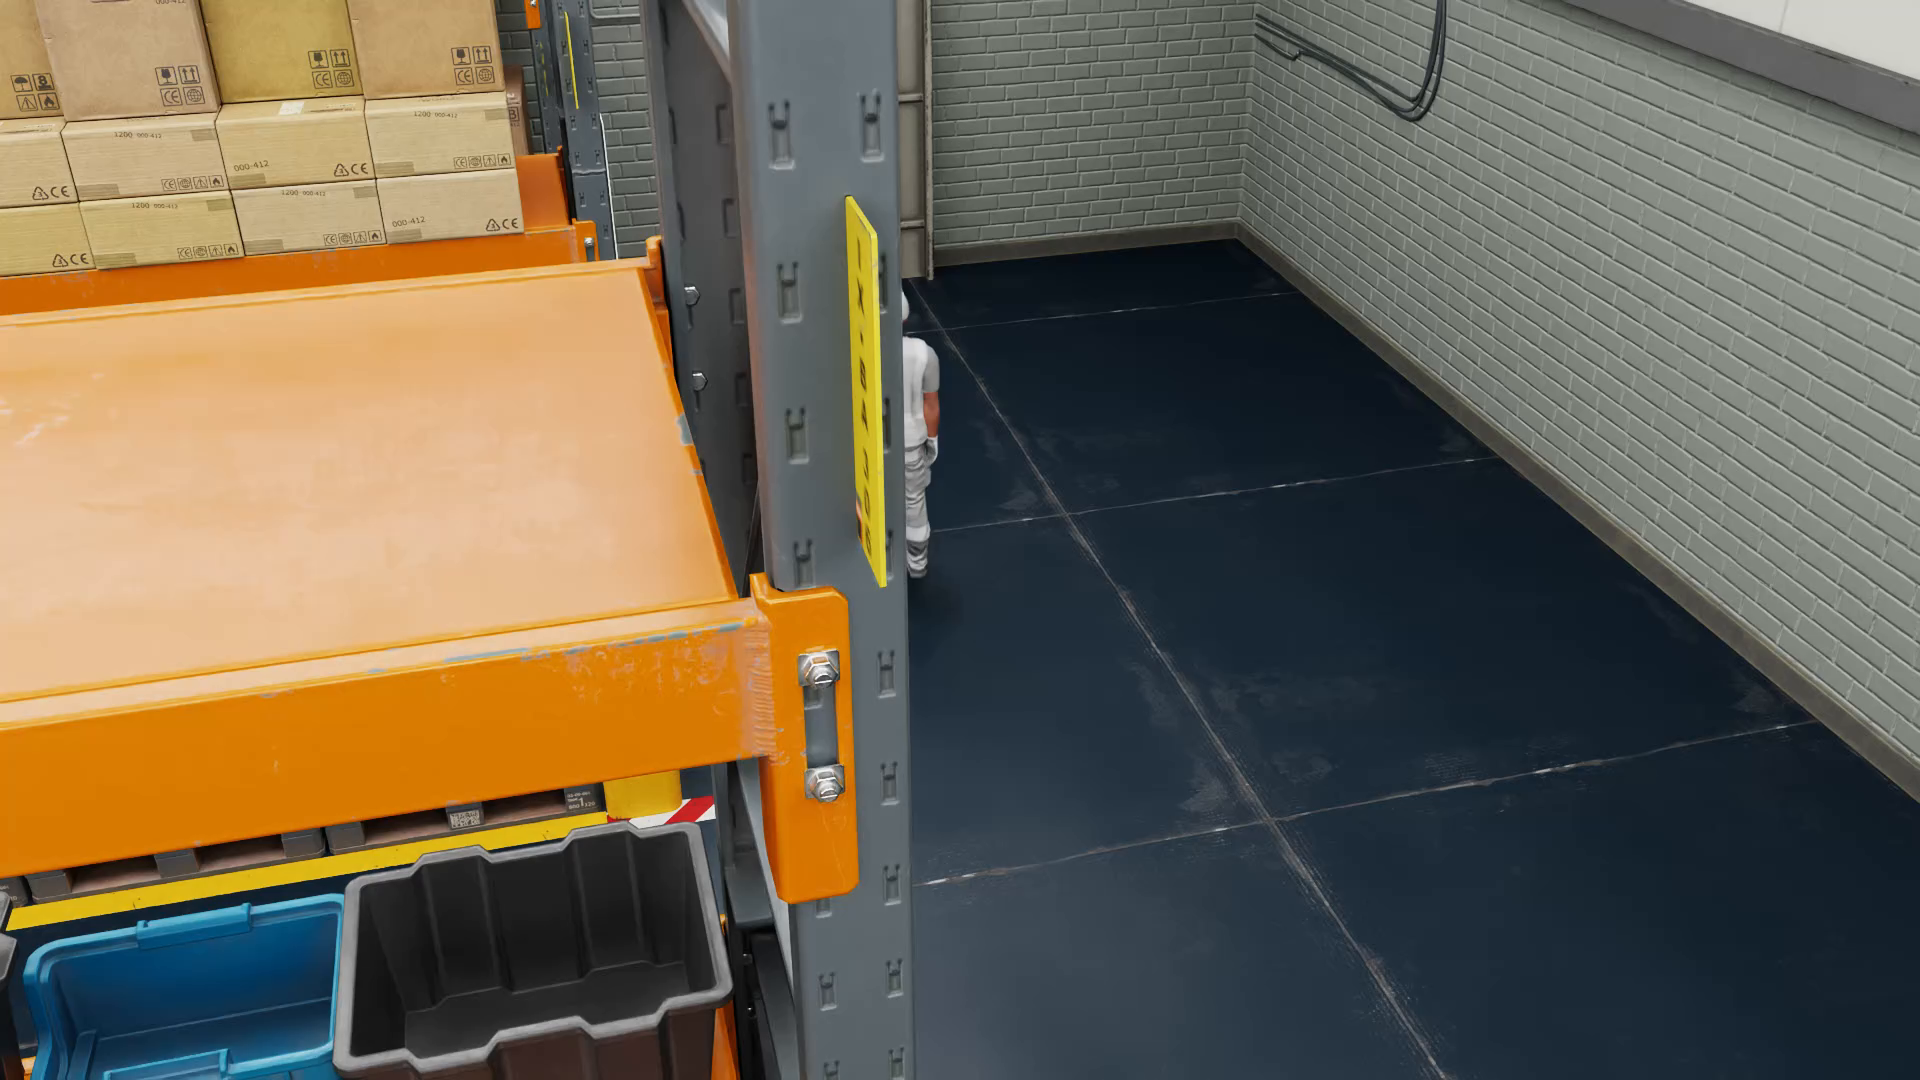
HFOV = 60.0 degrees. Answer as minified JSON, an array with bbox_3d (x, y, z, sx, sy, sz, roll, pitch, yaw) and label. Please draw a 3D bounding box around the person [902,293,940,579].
[{"bbox_3d":[-0.401,-0.564,9.081,0.540,1.791,0.461,-7,31,-12],"label":"person"}]
